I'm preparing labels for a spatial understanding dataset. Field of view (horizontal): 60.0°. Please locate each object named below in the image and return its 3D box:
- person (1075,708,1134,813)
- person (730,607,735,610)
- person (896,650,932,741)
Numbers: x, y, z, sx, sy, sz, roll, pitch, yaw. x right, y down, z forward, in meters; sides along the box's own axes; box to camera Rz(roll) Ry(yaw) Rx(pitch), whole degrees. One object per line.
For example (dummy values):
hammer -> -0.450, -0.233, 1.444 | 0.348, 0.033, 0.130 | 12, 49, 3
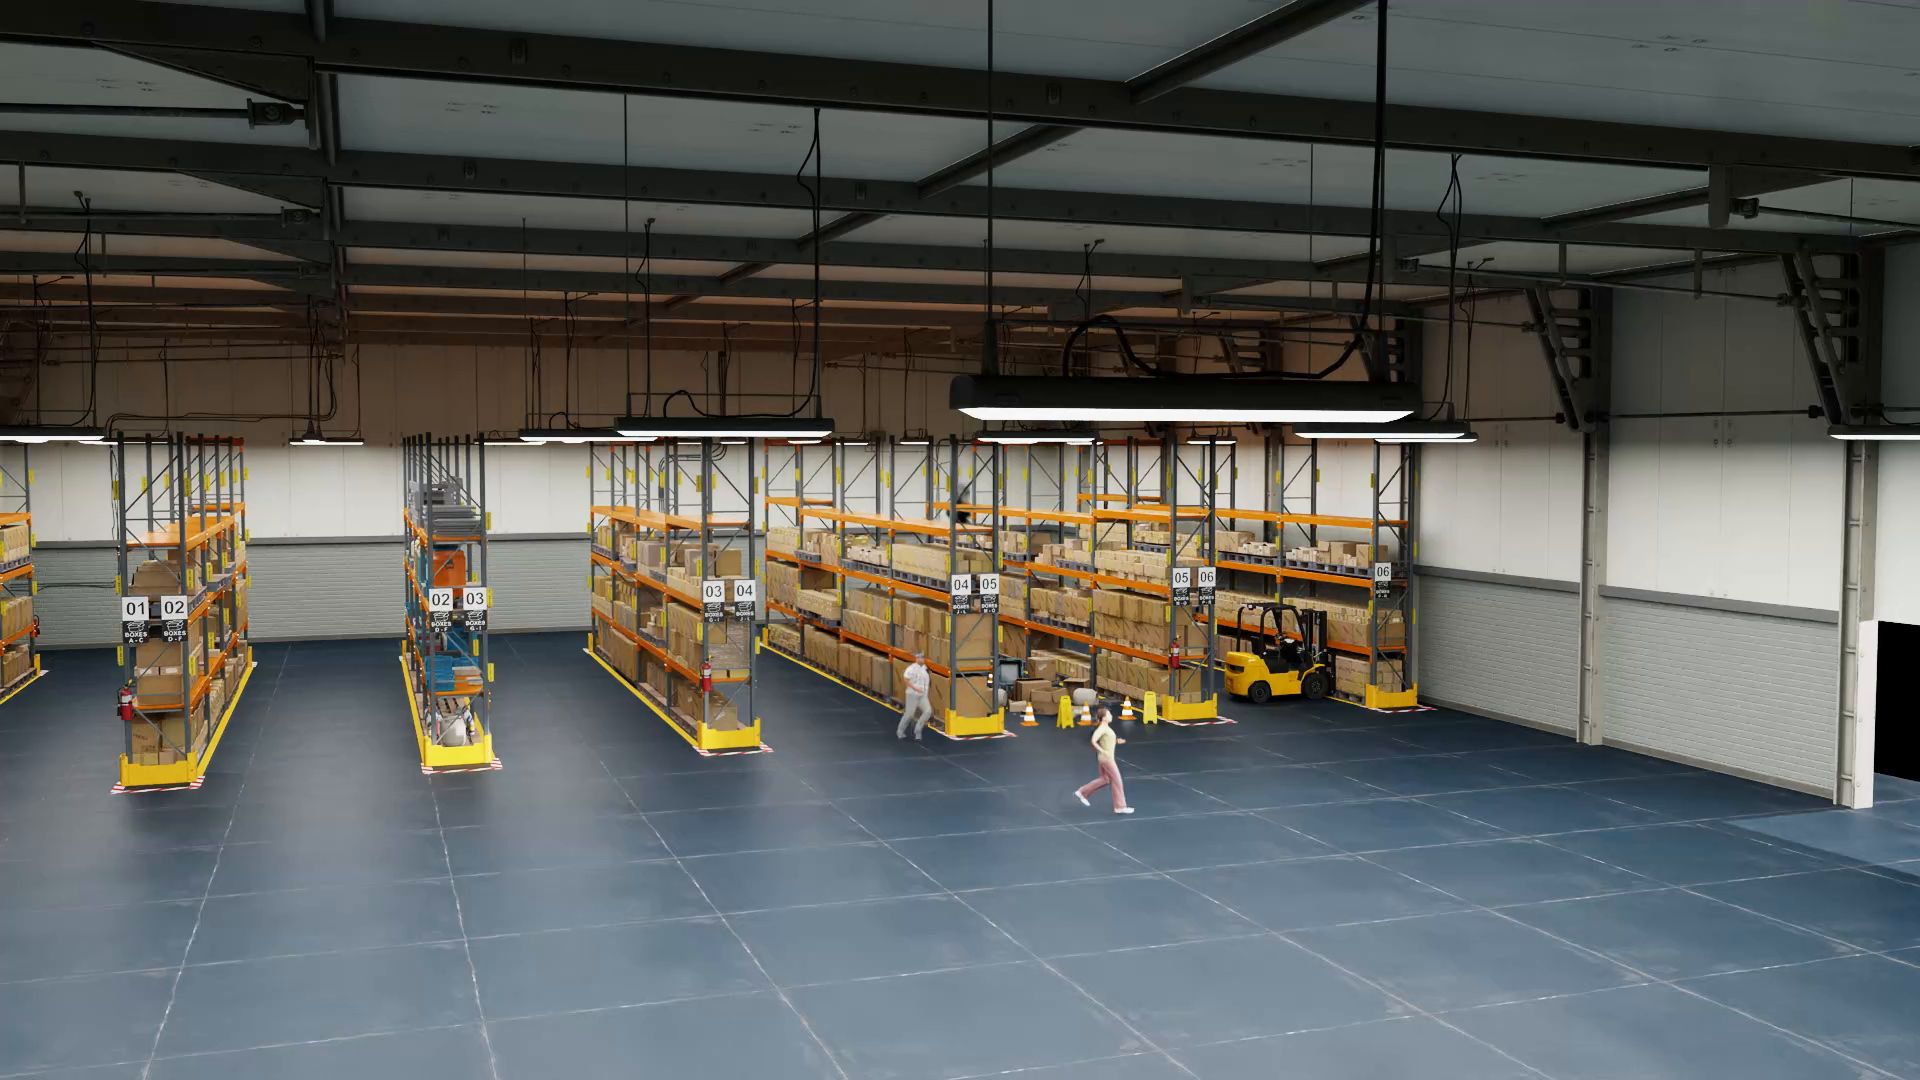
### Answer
person -> 2.261, 3.438, 26.010 | 0.929, 1.645, 0.585 | 0, 3, 5
person -> -6.708, 2.274, 47.353 | 0.716, 1.656, 0.821 | 0, 3, -5
person -> -0.832, 3.055, 32.719 | 0.722, 1.791, 0.668 | -3, 4, -44
